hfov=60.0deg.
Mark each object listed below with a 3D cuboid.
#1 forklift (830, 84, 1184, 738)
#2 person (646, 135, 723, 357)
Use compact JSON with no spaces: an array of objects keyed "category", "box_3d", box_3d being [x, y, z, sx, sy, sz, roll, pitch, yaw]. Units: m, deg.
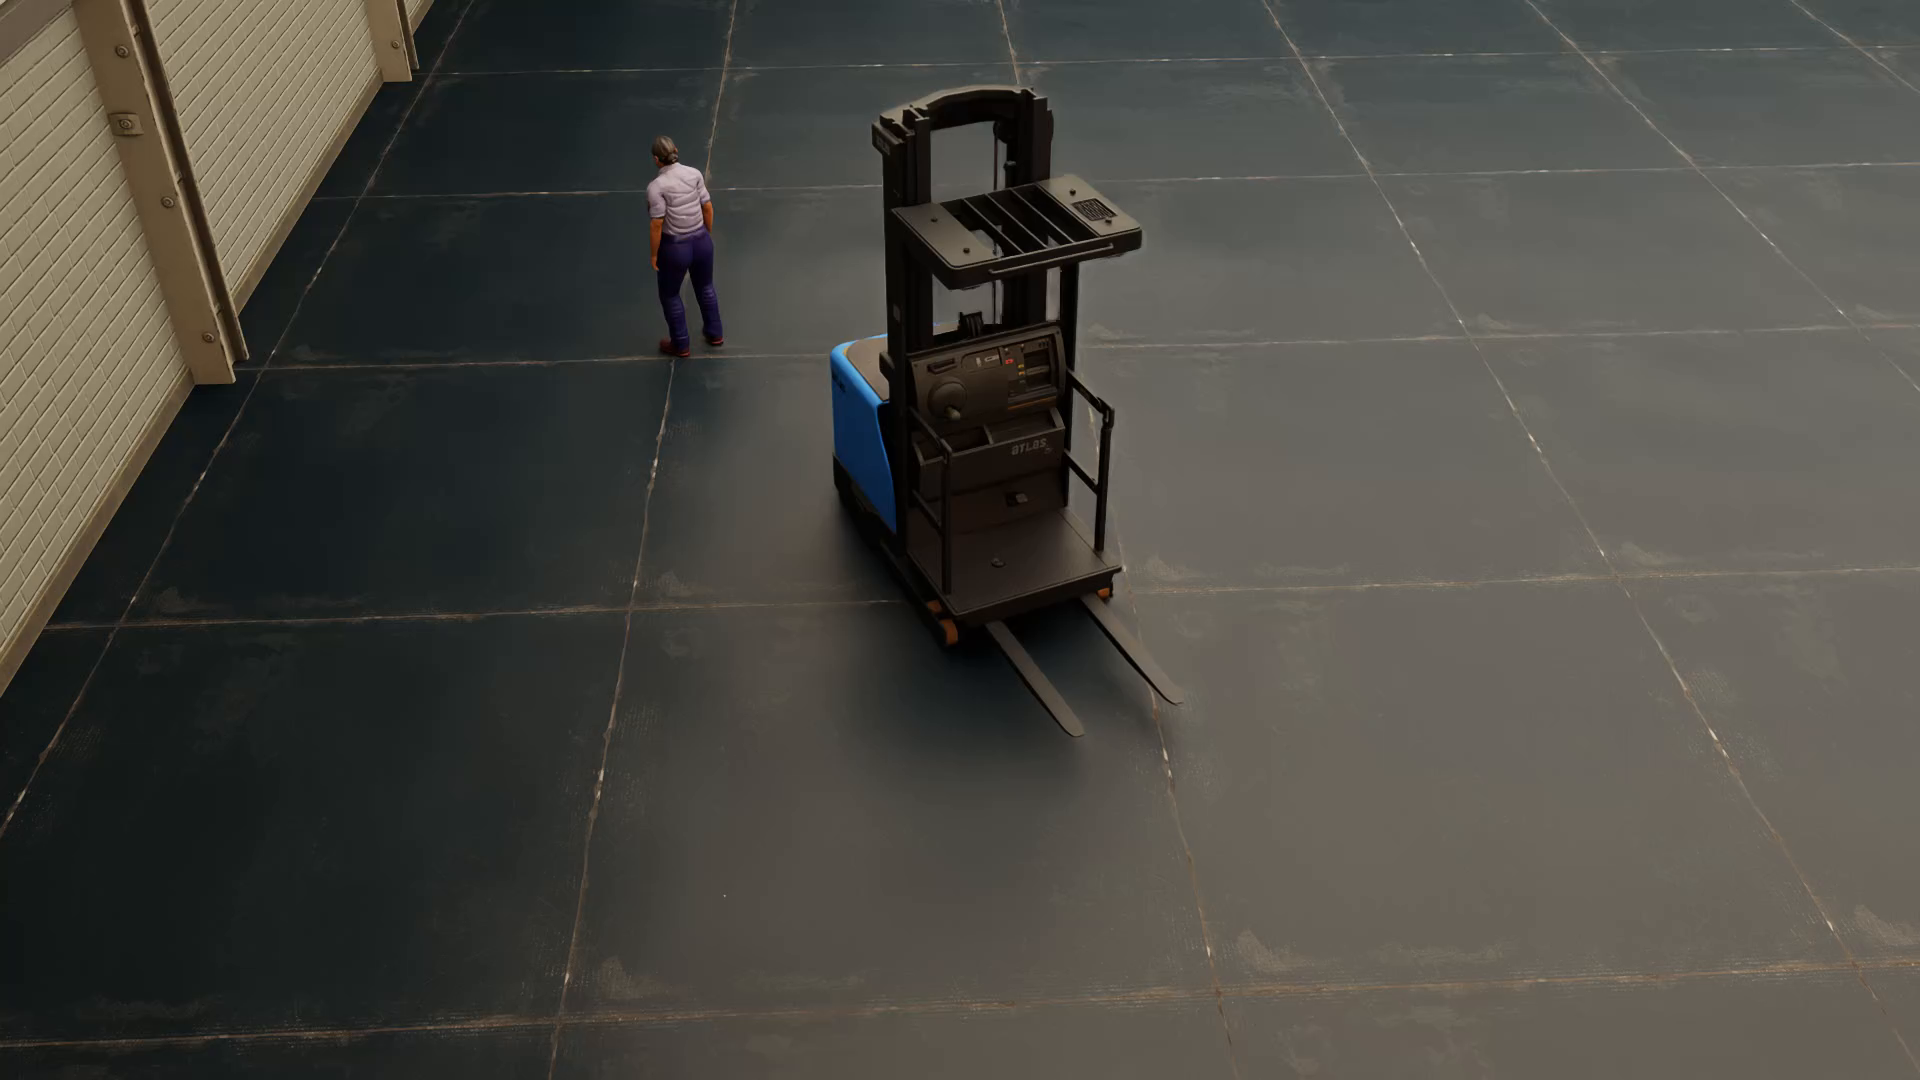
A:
[{"category":"forklift","box_3d":[0.258,-0.860,9.192,1.130,2.935,3.031,-15,39,-20]},{"category":"person","box_3d":[-2.011,-2.125,12.019,0.547,1.650,0.340,-26,44,-31]}]
